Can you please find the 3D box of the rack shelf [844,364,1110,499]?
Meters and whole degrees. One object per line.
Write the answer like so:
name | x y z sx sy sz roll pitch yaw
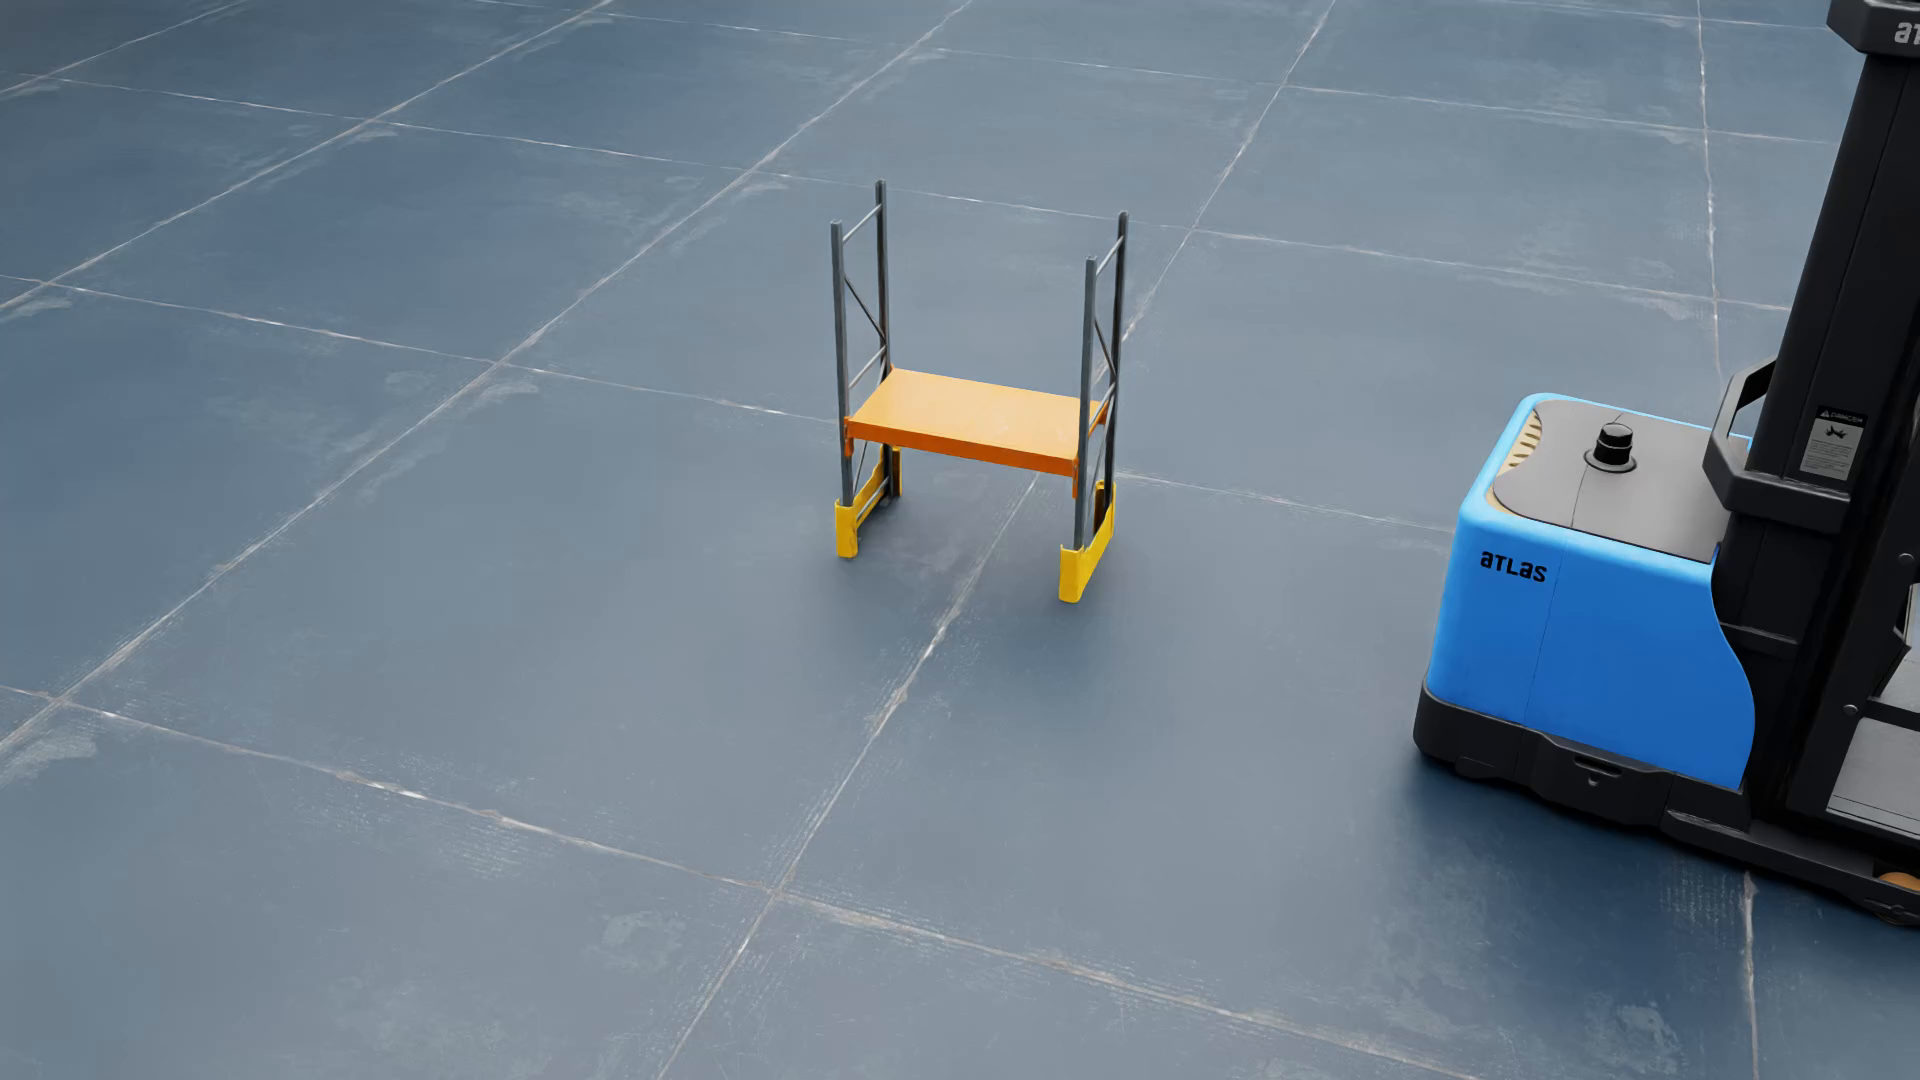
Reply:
rack shelf | 0.080 -0.463 6.917 1.000 0.185 0.538 11 34 16

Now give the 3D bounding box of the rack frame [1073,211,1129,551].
rack frame | 0.559 -0.521 6.675 0.032 1.500 0.500 11 34 16

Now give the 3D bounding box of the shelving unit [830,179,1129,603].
shelving unit | 0.072 -0.616 6.822 1.083 1.500 0.587 11 34 16

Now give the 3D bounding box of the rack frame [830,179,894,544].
rack frame | -0.398 -0.707 6.963 0.032 1.500 0.500 11 34 16

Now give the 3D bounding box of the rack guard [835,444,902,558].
rack guard | -0.397 -0.182 7.302 0.087 0.250 0.587 11 34 16

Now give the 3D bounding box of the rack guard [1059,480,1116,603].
rack guard | 0.541 0.000 7.019 0.087 0.250 0.587 11 34 16

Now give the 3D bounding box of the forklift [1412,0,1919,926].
forklift | 3.176 -0.277 4.977 3.031 2.935 1.130 17 36 24
